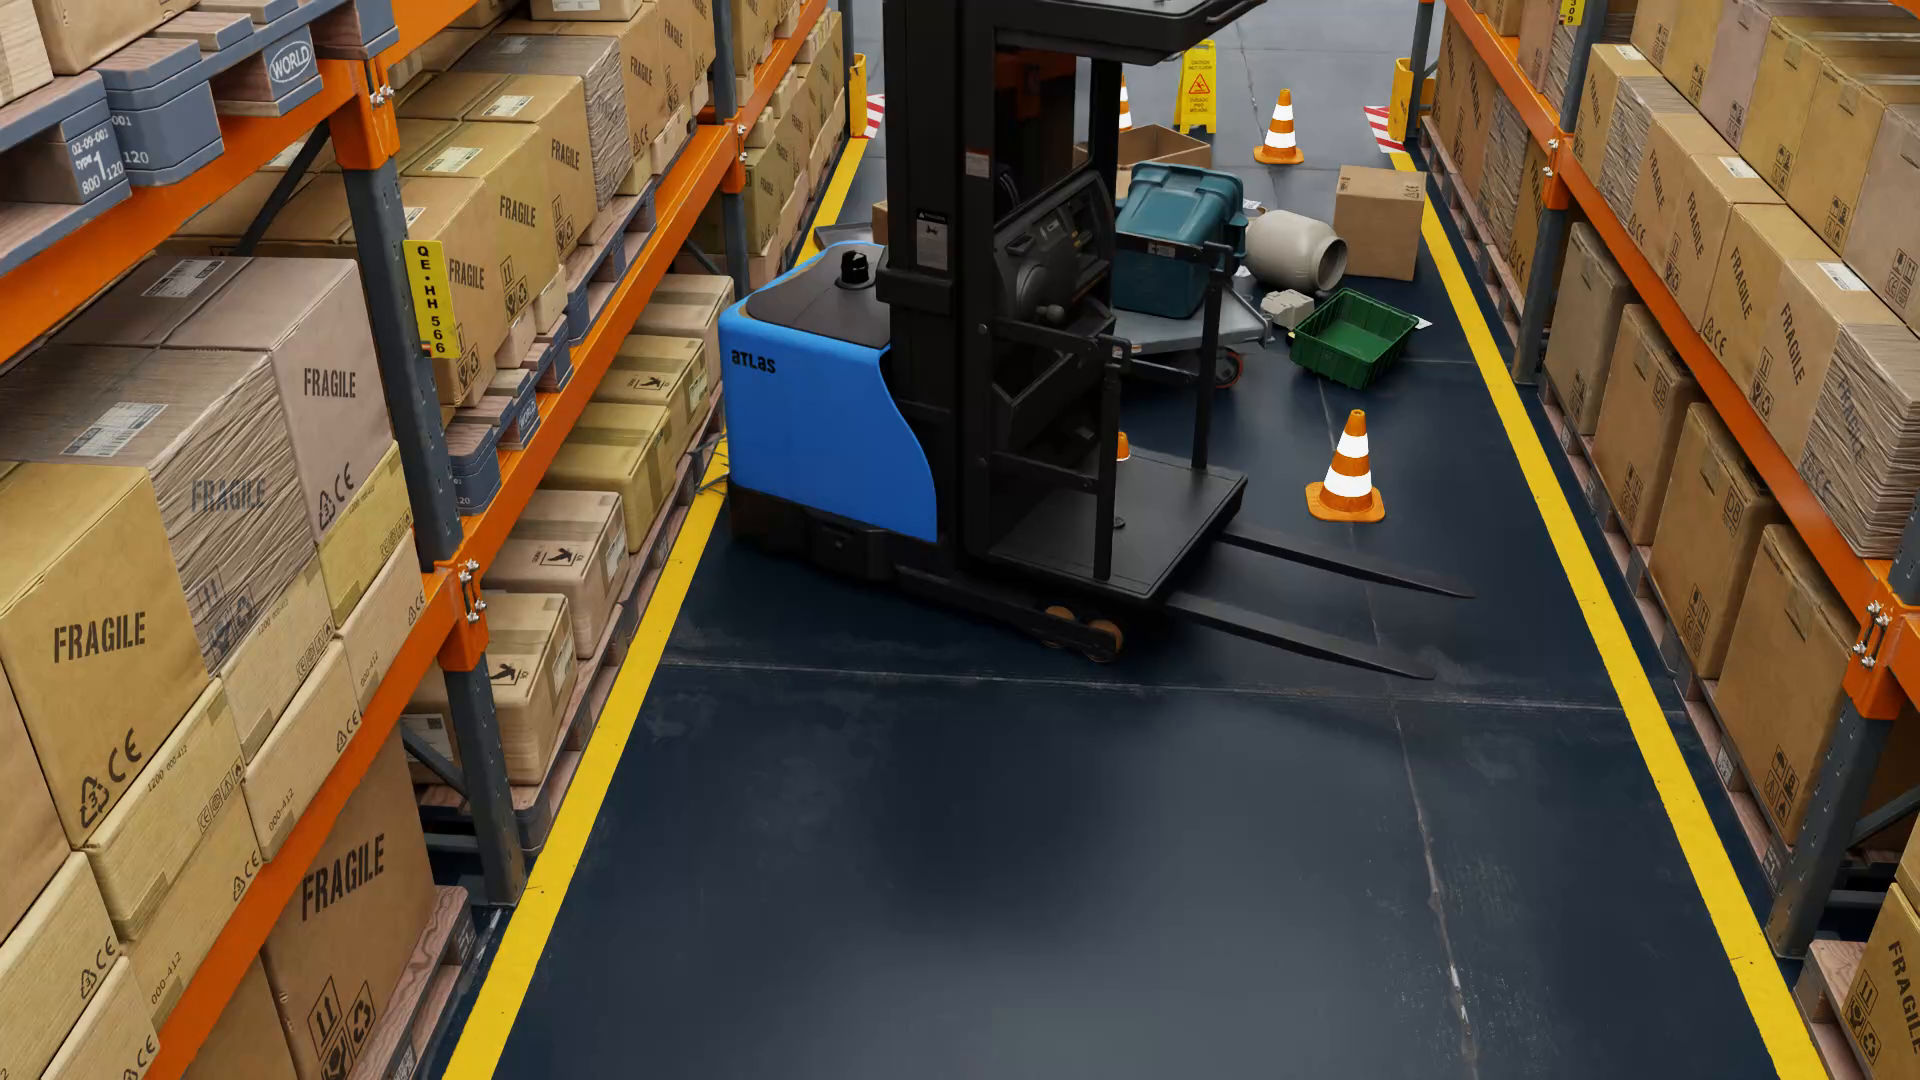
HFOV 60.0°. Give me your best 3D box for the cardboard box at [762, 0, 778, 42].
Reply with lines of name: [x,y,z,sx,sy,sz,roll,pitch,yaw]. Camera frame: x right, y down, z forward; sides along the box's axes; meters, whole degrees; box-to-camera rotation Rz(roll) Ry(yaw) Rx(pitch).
cardboard box: [-1.258,-2.890,8.701,0.500,0.500,0.500,2,32,4]

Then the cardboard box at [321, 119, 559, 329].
cardboard box: [-1.612,-0.993,5.224,0.500,0.500,0.500,4,32,7]

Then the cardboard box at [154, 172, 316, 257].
cardboard box: [-2.155,-0.745,4.820,0.500,0.500,0.500,2,32,3]

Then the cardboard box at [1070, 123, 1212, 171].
cardboard box: [1.117,-2.241,10.407,0.797,0.503,0.637,-20,37,-29]

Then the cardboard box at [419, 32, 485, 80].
cardboard box: [-2.038,-1.565,6.151,0.500,0.500,0.500,1,32,2]

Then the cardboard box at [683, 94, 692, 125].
cardboard box: [-1.395,-1.893,7.301,0.380,0.149,0.250,2,32,3]

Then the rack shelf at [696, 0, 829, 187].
rack shelf: [-1.426,-2.978,9.909,1.077,0.370,4.000,2,32,4]

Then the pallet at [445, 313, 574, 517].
pallet: [-1.963,-0.443,5.292,1.213,0.211,1.003,2,32,4]

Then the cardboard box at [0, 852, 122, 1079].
cardboard box: [-1.802,0.776,2.798,0.500,0.250,0.500,2,32,2]

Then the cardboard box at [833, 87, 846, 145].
cardboard box: [-1.063,-2.892,11.304,0.500,0.250,0.500,2,32,4]

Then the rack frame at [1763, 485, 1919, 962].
rack frame: [3.027,0.011,4.372,1.000,3.000,0.127,2,32,4]

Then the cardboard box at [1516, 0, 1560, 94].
cardboard box: [3.393,-2.626,8.509,0.875,0.550,0.550,2,32,4]

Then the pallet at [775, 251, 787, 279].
pallet: [-1.570,-1.404,9.328,1.003,0.211,1.213,2,32,4]

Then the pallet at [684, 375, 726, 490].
pallet: [-1.651,-0.644,8.095,1.003,0.211,1.213,2,32,4]

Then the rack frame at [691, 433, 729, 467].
rack frame: [-0.850,-0.544,7.724,0.240,0.006,0.900,20,36,29]

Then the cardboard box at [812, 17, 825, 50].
cardboard box: [-1.055,-3.178,10.435,0.380,0.149,0.250,3,32,5]

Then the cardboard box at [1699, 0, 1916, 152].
cardboard box: [3.237,-1.755,6.191,0.700,0.500,0.500,3,32,4]

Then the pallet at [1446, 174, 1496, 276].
pallet: [3.589,-1.927,10.176,1.003,0.211,1.213,2,32,4]

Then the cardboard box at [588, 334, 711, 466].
cardboard box: [-1.684,-0.648,7.547,0.950,0.372,0.625,4,32,7]

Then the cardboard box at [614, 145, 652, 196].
cardboard box: [-1.453,-1.497,6.659,0.380,0.149,0.250,2,32,4]

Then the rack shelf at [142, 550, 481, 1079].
rack shelf: [-2.078,1.205,3.121,1.077,0.370,4.000,2,32,4]

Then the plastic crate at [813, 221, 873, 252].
plastic crate: [-0.644,-1.782,10.065,0.402,0.080,0.583,-8,33,-13]

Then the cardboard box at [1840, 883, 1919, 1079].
cardboard box: [2.715,1.256,4.335,0.500,0.500,0.500,1,32,2]

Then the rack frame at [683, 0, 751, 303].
rack frame: [-1.589,-2.239,8.024,1.000,3.000,0.127,2,32,4]

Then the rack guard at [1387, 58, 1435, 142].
rack guard: [3.680,-3.120,11.836,1.175,0.500,0.348,2,32,4]

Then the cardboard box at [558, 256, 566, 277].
cardboard box: [-1.593,-0.941,5.757,0.380,0.149,0.250,4,32,7]

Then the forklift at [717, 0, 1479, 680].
forklift: [0.545,-1.090,6.225,3.031,2.935,1.130,16,35,24]

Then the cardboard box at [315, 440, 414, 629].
cardboard box: [-1.701,-0.032,4.109,0.500,0.250,0.500,2,32,4]

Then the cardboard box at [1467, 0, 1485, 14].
cardboard box: [3.500,-3.464,9.868,0.875,0.550,0.550,2,32,4]

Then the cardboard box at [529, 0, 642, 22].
cardboard box: [-1.444,-2.107,6.412,0.380,0.149,0.250,1,32,2]

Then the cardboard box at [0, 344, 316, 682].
cardboard box: [-1.730,-0.065,3.448,0.500,0.500,0.500,3,32,5]

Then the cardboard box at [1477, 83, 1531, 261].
cardboard box: [3.543,-2.152,9.507,0.875,0.875,0.875,3,32,4]

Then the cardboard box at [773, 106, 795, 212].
cardboard box: [-1.240,-2.144,9.375,0.500,0.500,0.500,4,32,6]

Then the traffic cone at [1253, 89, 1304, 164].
traffic cone: [2.220,-2.875,11.474,0.336,0.463,0.334,2,32,4]

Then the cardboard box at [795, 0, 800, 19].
cardboard box: [-1.138,-3.084,9.635,0.380,0.149,0.250,2,32,4]

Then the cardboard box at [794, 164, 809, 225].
cardboard box: [-1.199,-2.101,10.021,0.500,0.250,0.500,2,32,3]

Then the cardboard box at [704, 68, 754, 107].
cardboard box: [-1.244,-2.283,8.335,0.380,0.149,0.250,2,32,4]

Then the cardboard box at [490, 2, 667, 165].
cardboard box: [-1.485,-1.806,6.543,0.500,0.500,0.500,4,32,6]

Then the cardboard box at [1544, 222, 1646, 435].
cardboard box: [3.392,-0.973,7.713,1.050,0.750,0.750,2,32,4]

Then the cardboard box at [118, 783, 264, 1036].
cardboard box: [-1.780,0.723,3.361,0.500,0.250,0.500,2,32,3]

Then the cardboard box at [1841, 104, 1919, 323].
cardboard box: [3.113,-0.956,4.893,0.700,0.500,0.500,2,32,3]

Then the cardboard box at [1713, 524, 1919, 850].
cardboard box: [3.166,0.476,5.363,1.050,0.750,0.750,2,32,3]

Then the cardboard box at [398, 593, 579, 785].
cardboard box: [-1.859,0.498,5.688,0.950,0.372,0.625,0,32,1]

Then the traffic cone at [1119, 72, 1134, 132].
traffic cone: [1.121,-3.101,11.840,0.336,0.463,0.334,2,32,4]

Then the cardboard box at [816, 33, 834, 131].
cardboard box: [-1.108,-2.955,10.691,0.500,0.500,0.500,4,32,6]

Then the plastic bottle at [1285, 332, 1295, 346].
plastic bottle: [1.871,-1.038,8.876,0.133,0.061,0.283,-14,34,-21]

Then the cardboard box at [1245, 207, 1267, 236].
cardboard box: [1.657,-1.894,10.070,0.396,0.266,0.258,8,32,12]

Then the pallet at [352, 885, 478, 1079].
pallet: [-2.054,1.449,4.697,1.003,0.211,1.213,2,32,4]

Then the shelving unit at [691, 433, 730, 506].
shelving unit: [-0.851,-0.457,7.776,0.258,0.210,0.900,20,36,29]

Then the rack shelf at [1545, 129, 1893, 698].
rack shelf: [3.190,-0.728,6.258,1.077,0.370,4.000,2,32,4]

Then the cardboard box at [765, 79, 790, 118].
cardboard box: [-1.162,-2.471,9.288,0.380,0.149,0.250,4,32,6]

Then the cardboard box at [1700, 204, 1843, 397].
cardboard box: [2.879,-0.800,5.594,0.500,0.500,0.500,2,32,3]

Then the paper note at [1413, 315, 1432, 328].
paper note: [2.505,-1.207,9.178,0.147,0.020,0.142,-20,37,-29]

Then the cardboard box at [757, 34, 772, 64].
cardboard box: [-1.229,-2.685,8.987,0.380,0.149,0.250,3,32,5]

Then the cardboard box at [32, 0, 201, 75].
cardboard box: [-1.806,-1.120,2.853,0.700,0.500,0.500,1,32,2]

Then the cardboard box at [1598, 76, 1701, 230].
cardboard box: [3.001,-1.595,6.884,0.500,0.500,0.500,3,32,4]

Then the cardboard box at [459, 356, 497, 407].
cardboard box: [-1.647,-0.527,5.086,0.380,0.149,0.250,1,32,1]

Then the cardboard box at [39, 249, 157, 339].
cardboard box: [-2.199,-0.368,3.940,0.500,0.500,0.500,1,32,2]

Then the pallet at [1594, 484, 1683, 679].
pallet: [3.268,0.153,6.800,1.003,0.211,1.213,2,32,4]
